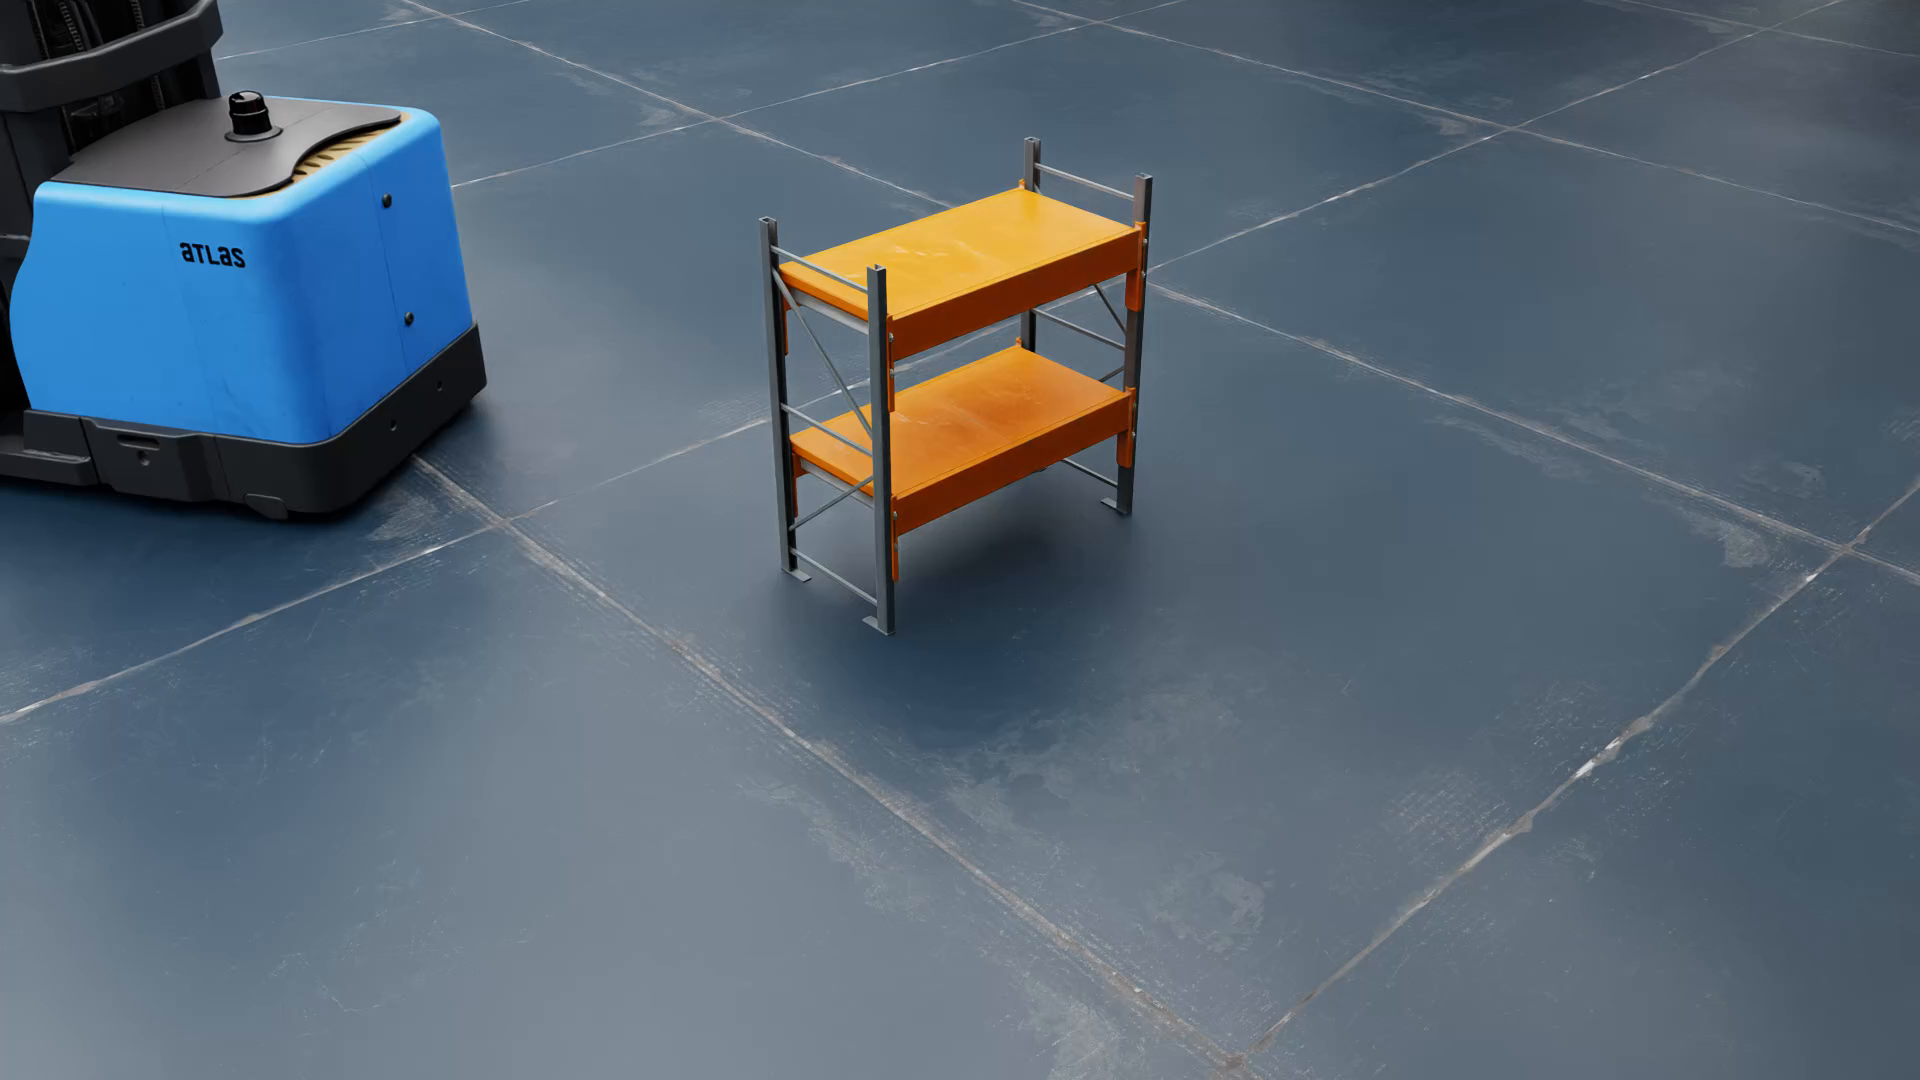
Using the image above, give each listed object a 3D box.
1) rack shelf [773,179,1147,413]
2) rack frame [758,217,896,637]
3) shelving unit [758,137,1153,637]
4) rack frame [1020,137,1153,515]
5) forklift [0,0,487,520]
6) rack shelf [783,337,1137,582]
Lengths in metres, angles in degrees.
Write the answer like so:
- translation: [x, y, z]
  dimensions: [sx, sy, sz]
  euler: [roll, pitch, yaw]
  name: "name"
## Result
- translation: [0.005, -0.732, 4.808]
  dimensions: [1.000, 0.278, 0.538]
  euler: [-26, 40, -35]
  name: "rack shelf"
- translation: [-0.368, -0.302, 4.666]
  dimensions: [0.032, 1.125, 0.500]
  euler: [-26, 40, -35]
  name: "rack frame"
- translation: [0.005, -0.482, 4.960]
  dimensions: [1.048, 1.125, 0.538]
  euler: [-26, 40, -35]
  name: "shelving unit"
- translation: [0.378, -0.663, 5.255]
  dimensions: [0.032, 1.125, 0.500]
  euler: [-26, 40, -35]
  name: "rack frame"
- translation: [-3.292, -1.723, 5.258]
  dimensions: [3.031, 2.935, 1.130]
  euler: [8, 32, 12]
  name: "forklift"
- translation: [0.005, -0.274, 5.088]
  dimensions: [1.000, 0.278, 0.538]
  euler: [-26, 40, -35]
  name: "rack shelf"
